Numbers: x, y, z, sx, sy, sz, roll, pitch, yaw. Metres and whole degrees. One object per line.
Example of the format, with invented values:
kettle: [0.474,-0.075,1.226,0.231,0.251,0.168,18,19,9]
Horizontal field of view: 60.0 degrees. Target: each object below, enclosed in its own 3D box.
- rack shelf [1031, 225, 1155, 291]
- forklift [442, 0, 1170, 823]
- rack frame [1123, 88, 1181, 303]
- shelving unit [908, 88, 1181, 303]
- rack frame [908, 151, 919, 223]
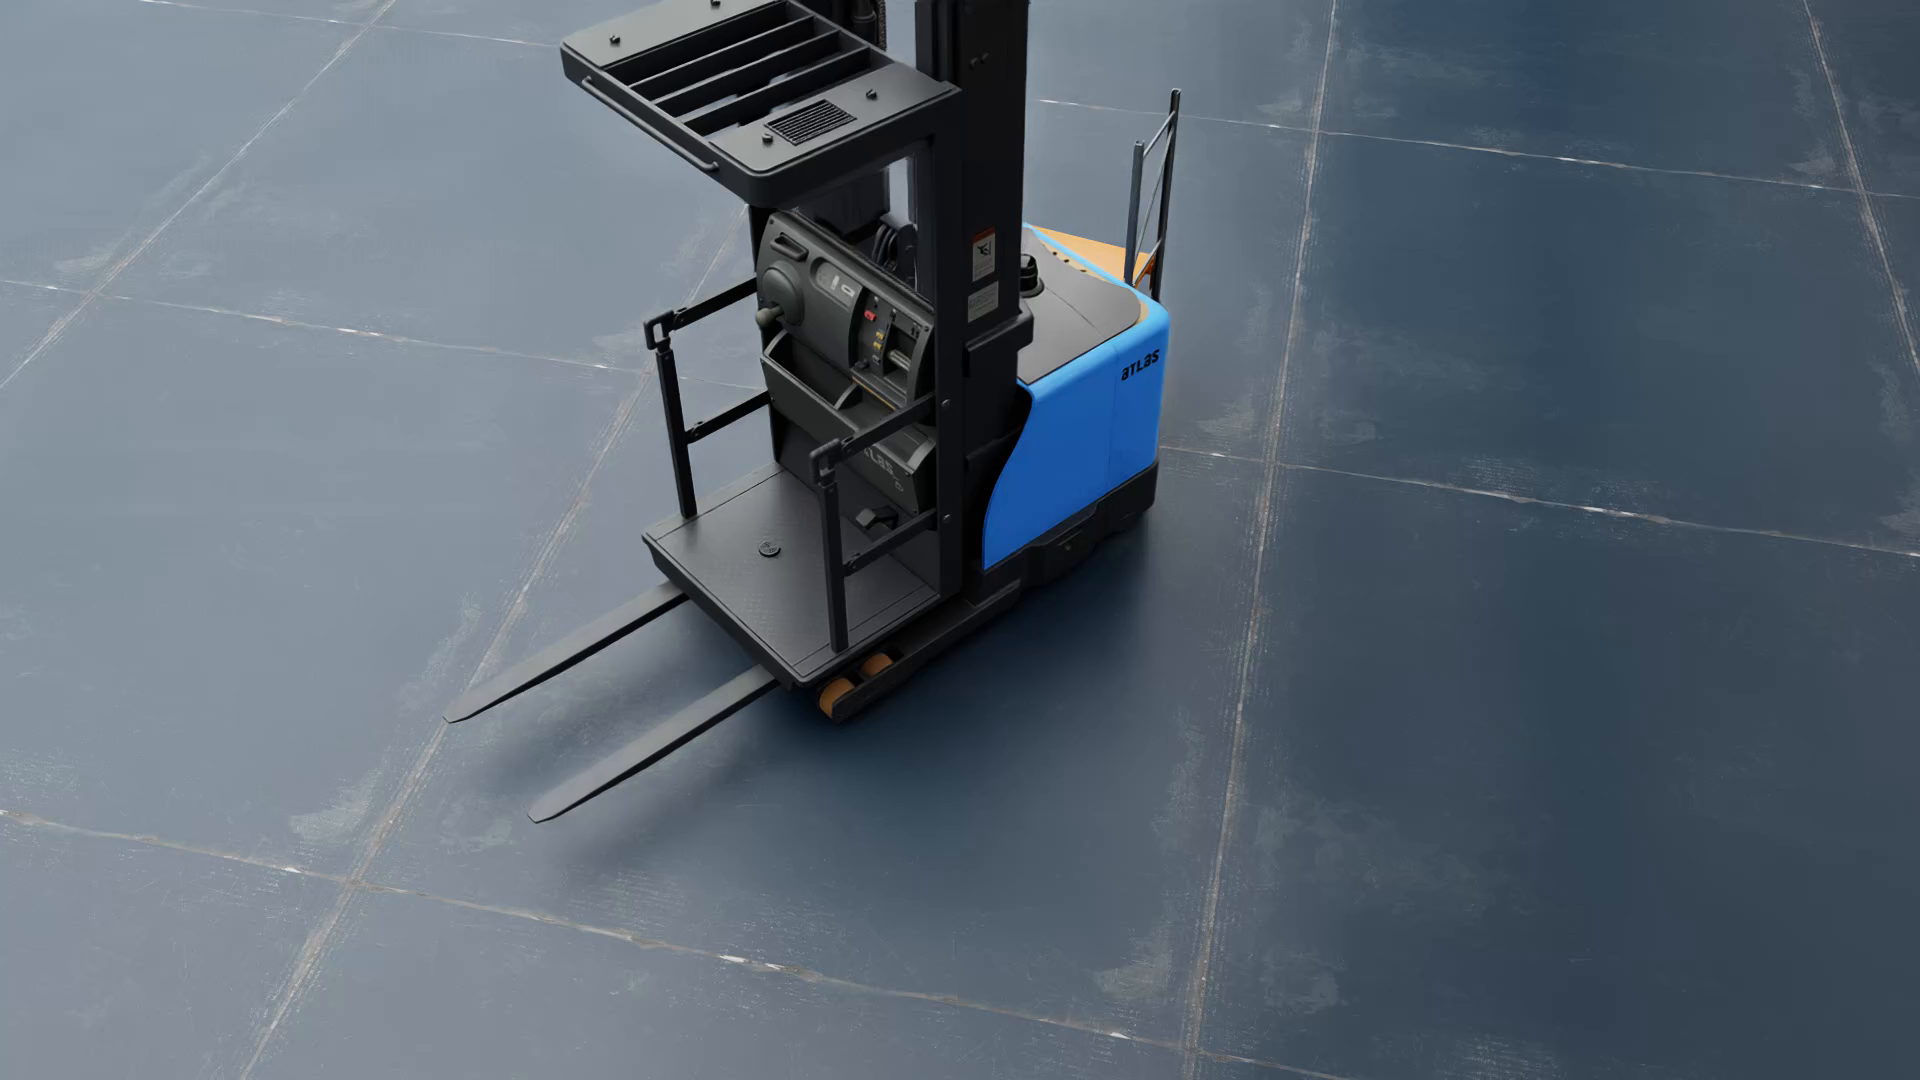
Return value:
rack shelf: [0.355,-1.225,7.661,1.000,0.185,0.538,17,47,17]
forklift: [-0.582,-0.767,5.893,3.031,2.935,1.130,-32,52,-29]
rack frame: [0.819,-1.210,7.386,0.032,1.500,0.500,17,47,17]
shelving unit: [0.363,-1.352,7.533,1.083,1.500,0.587,17,47,17]
rack frame: [-0.109,-1.499,7.686,0.032,1.500,0.500,17,47,17]
